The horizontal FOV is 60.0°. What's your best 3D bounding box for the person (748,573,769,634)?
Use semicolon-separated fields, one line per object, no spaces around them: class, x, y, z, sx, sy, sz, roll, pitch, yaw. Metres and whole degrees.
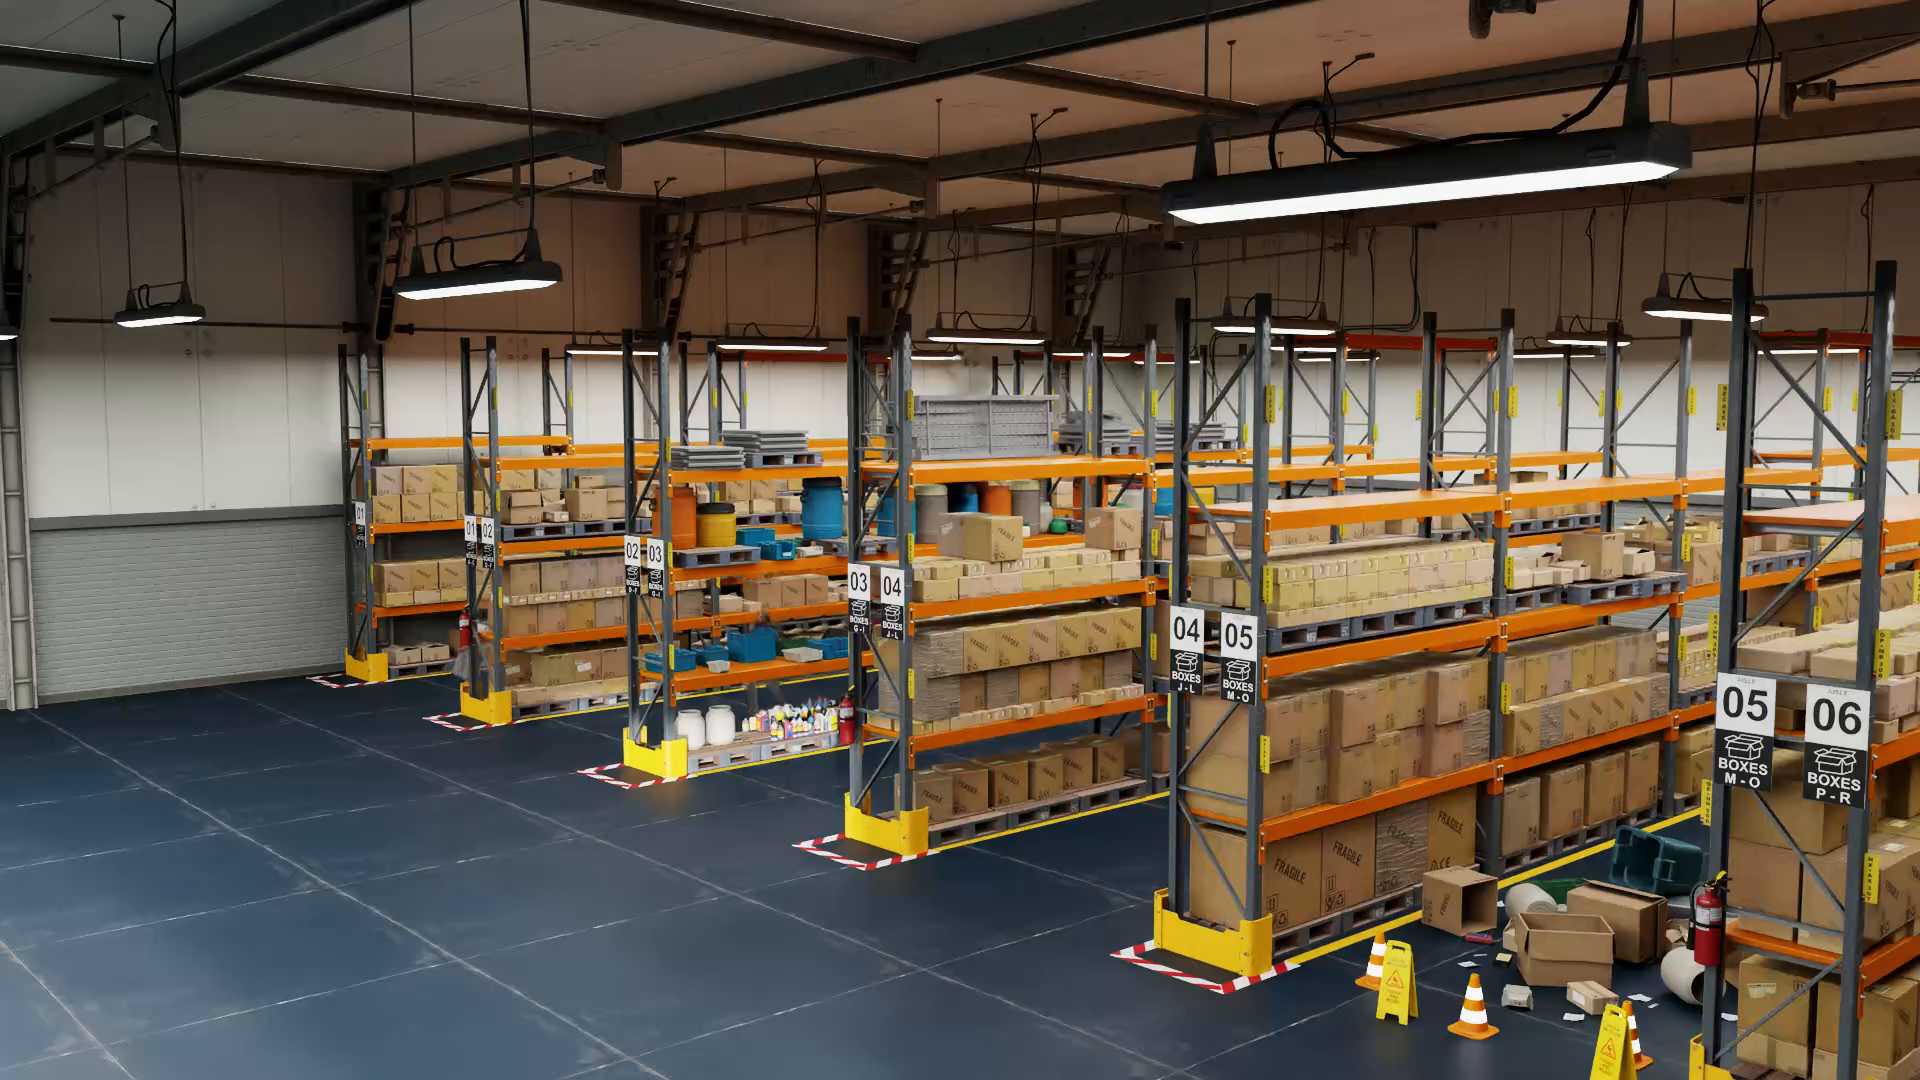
person;-3.855;1.450;32.231;0.588;1.643;0.845;4;6;37

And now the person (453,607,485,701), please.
person;-8.189;1.871;27.752;0.563;1.655;0.453;4;6;35

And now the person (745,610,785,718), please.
person;-3.122;1.982;26.463;0.545;1.704;0.768;4;6;37

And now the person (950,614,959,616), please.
person;-0.202;1.787;28.098;0.606;1.801;0.839;4;7;39
